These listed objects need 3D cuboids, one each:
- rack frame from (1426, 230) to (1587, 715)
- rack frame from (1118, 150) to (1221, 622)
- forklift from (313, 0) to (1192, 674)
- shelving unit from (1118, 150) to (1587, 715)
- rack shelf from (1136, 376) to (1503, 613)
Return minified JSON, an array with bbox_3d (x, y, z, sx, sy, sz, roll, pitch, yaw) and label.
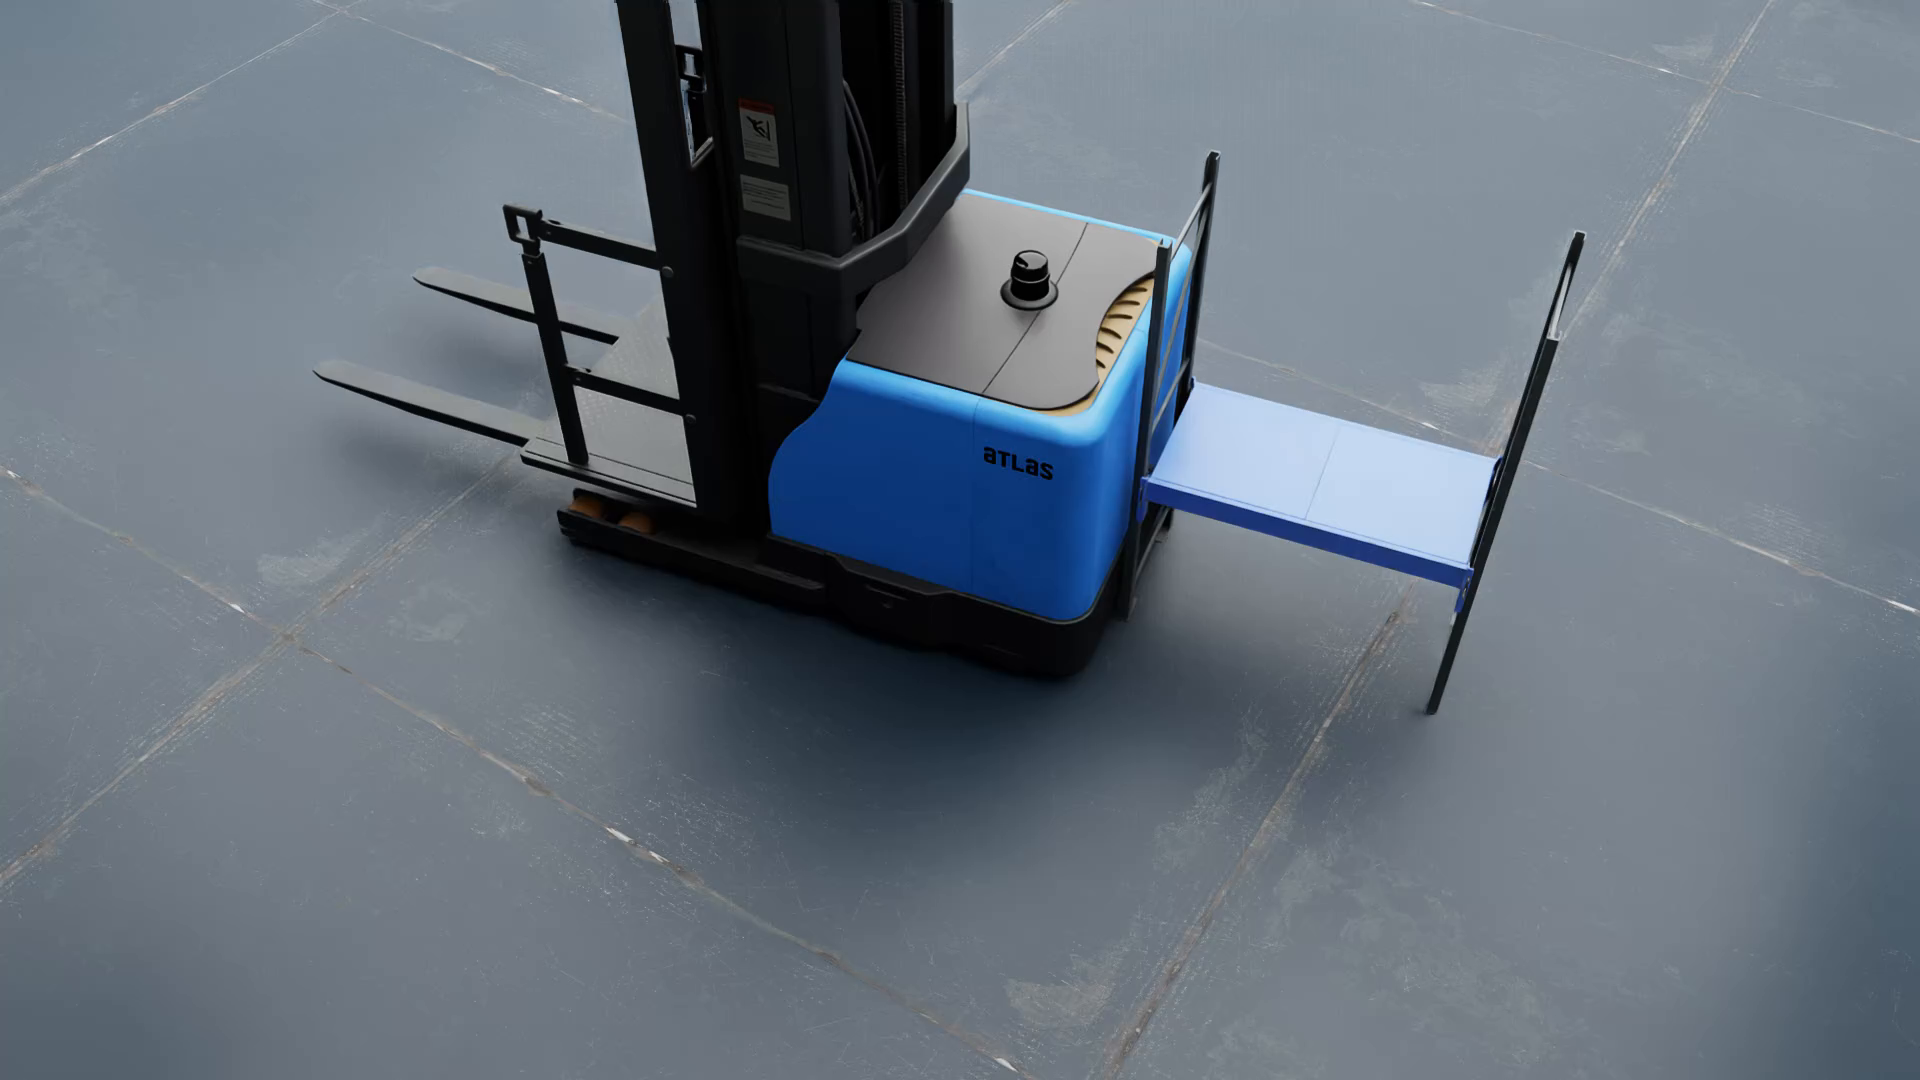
[{"bbox_3d":[1.573,-0.142,4.843,0.032,1.500,0.500,17,48,15],"label":"rack frame"},{"bbox_3d":[0.634,-0.421,5.113,0.032,1.500,0.500,17,48,15],"label":"rack frame"},{"bbox_3d":[-0.826,-1.287,4.957,3.031,2.935,1.130,17,48,15],"label":"forklift"},{"bbox_3d":[1.103,-0.281,4.978,1.048,1.500,0.538,17,48,15],"label":"shelving unit"},{"bbox_3d":[1.103,-0.156,5.107,1.000,0.185,0.538,17,48,15],"label":"rack shelf"}]
